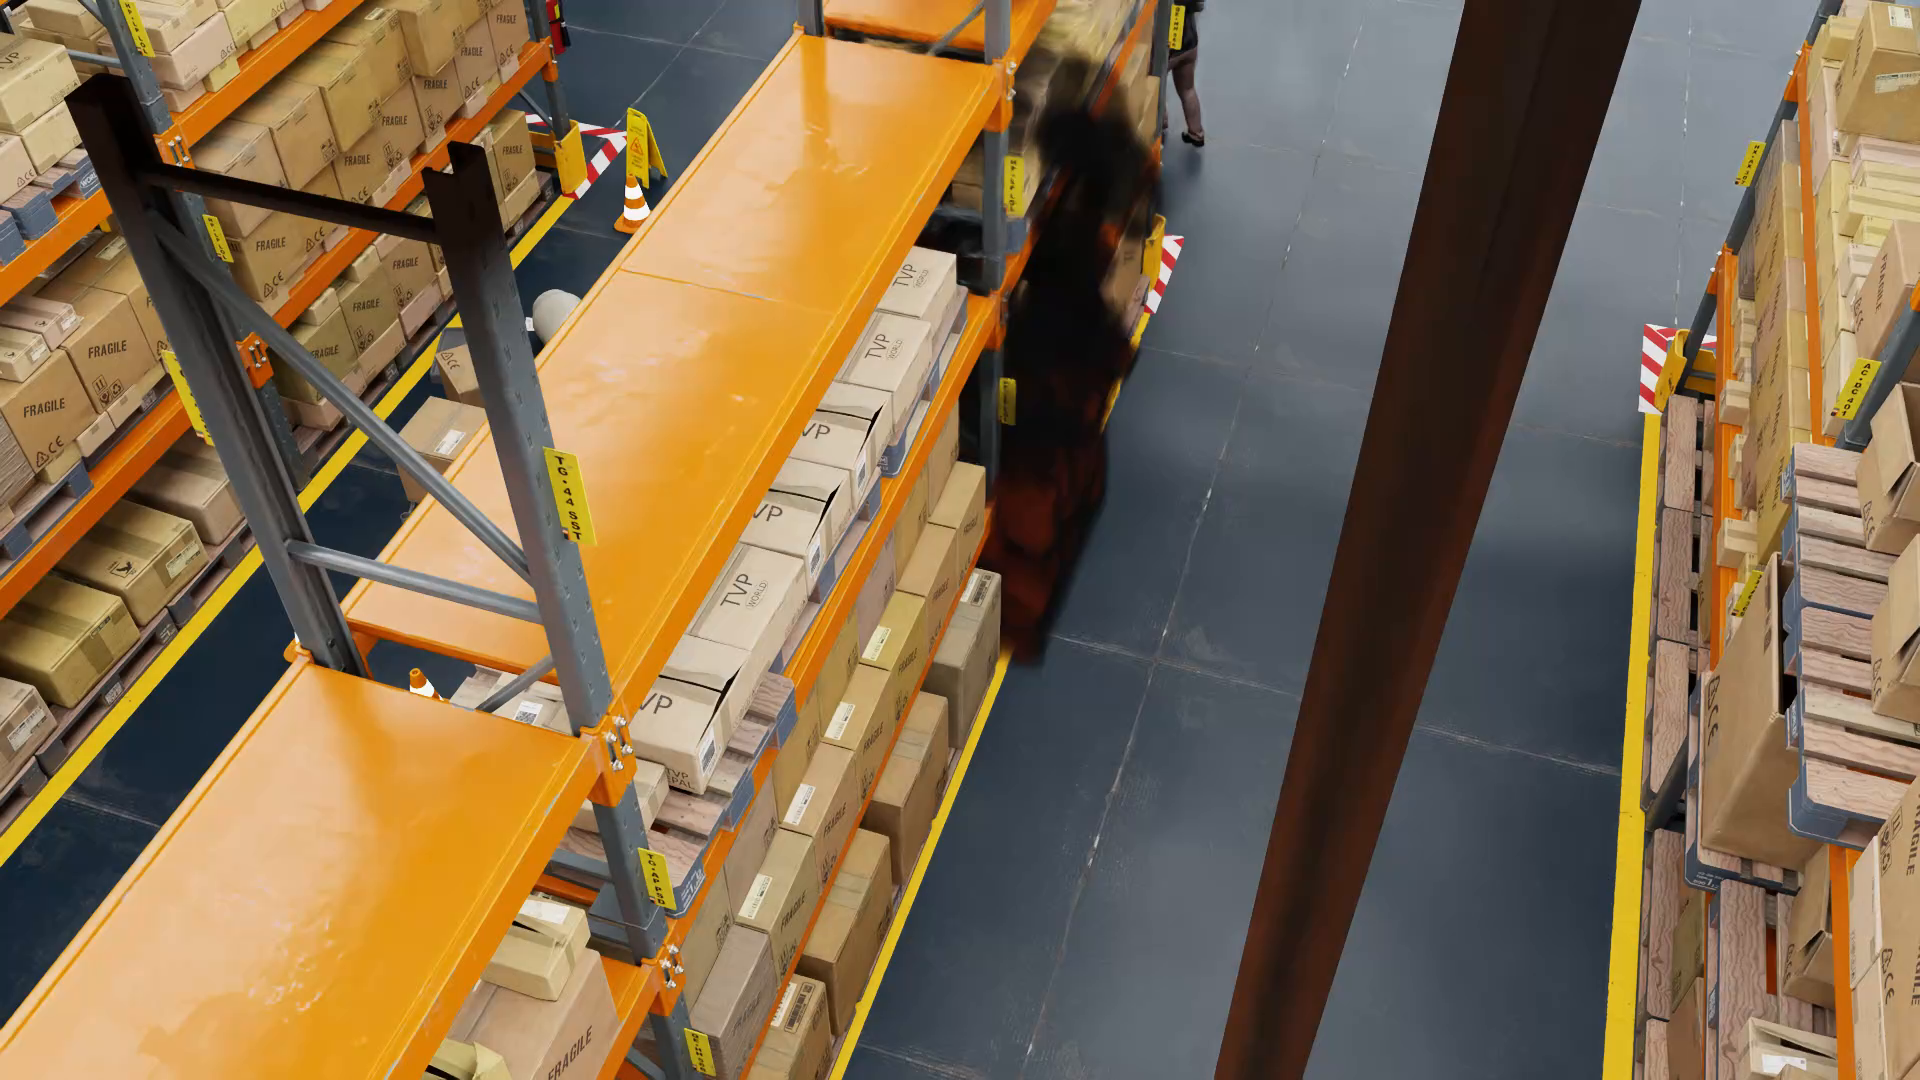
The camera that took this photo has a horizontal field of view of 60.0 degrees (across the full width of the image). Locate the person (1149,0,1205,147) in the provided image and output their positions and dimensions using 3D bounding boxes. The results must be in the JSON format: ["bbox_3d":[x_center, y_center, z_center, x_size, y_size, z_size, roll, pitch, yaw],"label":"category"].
[{"bbox_3d":[1.748,-4.061,13.927,0.656,1.782,0.741,-21,49,-19],"label":"person"}]
